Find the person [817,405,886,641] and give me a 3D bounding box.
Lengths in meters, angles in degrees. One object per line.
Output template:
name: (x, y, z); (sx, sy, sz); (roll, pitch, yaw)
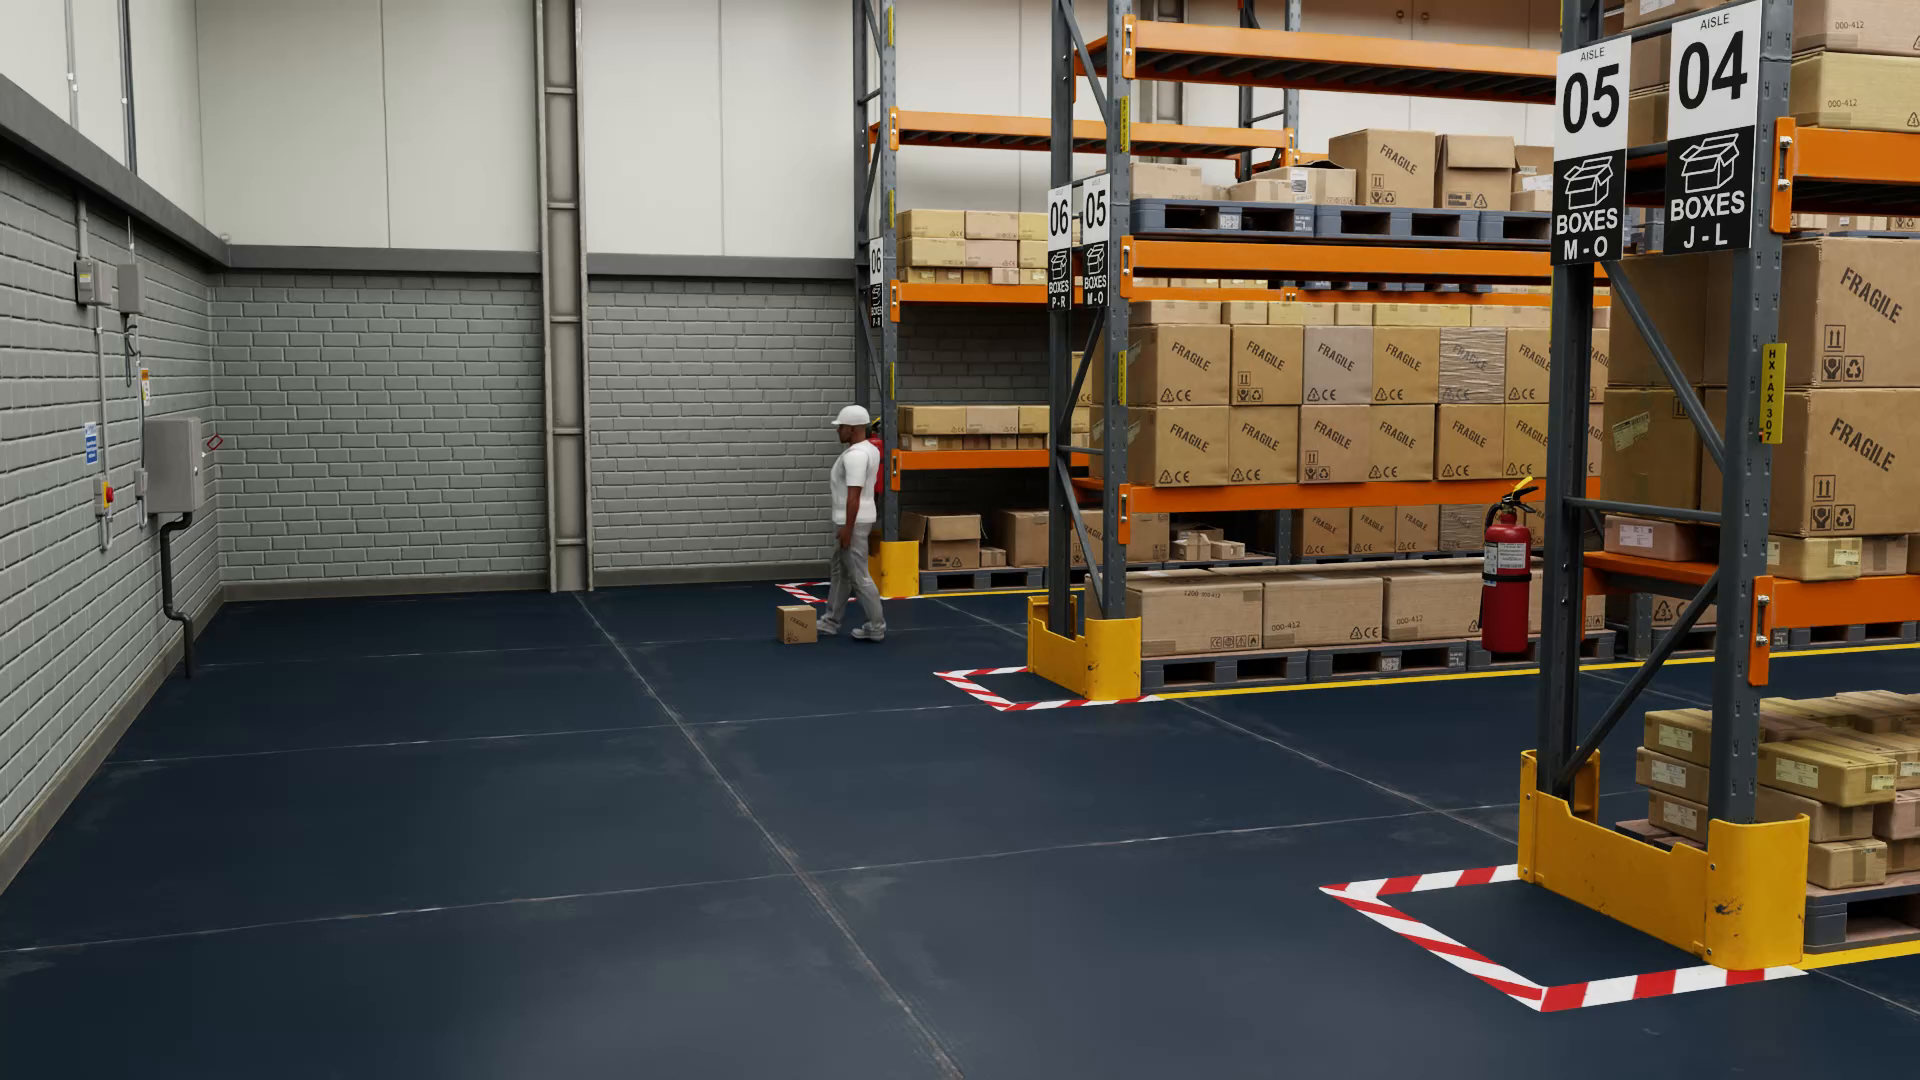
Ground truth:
person: (-0.898, -0.130, 12.511); (0.716, 1.761, 0.587); (1, 6, 7)
